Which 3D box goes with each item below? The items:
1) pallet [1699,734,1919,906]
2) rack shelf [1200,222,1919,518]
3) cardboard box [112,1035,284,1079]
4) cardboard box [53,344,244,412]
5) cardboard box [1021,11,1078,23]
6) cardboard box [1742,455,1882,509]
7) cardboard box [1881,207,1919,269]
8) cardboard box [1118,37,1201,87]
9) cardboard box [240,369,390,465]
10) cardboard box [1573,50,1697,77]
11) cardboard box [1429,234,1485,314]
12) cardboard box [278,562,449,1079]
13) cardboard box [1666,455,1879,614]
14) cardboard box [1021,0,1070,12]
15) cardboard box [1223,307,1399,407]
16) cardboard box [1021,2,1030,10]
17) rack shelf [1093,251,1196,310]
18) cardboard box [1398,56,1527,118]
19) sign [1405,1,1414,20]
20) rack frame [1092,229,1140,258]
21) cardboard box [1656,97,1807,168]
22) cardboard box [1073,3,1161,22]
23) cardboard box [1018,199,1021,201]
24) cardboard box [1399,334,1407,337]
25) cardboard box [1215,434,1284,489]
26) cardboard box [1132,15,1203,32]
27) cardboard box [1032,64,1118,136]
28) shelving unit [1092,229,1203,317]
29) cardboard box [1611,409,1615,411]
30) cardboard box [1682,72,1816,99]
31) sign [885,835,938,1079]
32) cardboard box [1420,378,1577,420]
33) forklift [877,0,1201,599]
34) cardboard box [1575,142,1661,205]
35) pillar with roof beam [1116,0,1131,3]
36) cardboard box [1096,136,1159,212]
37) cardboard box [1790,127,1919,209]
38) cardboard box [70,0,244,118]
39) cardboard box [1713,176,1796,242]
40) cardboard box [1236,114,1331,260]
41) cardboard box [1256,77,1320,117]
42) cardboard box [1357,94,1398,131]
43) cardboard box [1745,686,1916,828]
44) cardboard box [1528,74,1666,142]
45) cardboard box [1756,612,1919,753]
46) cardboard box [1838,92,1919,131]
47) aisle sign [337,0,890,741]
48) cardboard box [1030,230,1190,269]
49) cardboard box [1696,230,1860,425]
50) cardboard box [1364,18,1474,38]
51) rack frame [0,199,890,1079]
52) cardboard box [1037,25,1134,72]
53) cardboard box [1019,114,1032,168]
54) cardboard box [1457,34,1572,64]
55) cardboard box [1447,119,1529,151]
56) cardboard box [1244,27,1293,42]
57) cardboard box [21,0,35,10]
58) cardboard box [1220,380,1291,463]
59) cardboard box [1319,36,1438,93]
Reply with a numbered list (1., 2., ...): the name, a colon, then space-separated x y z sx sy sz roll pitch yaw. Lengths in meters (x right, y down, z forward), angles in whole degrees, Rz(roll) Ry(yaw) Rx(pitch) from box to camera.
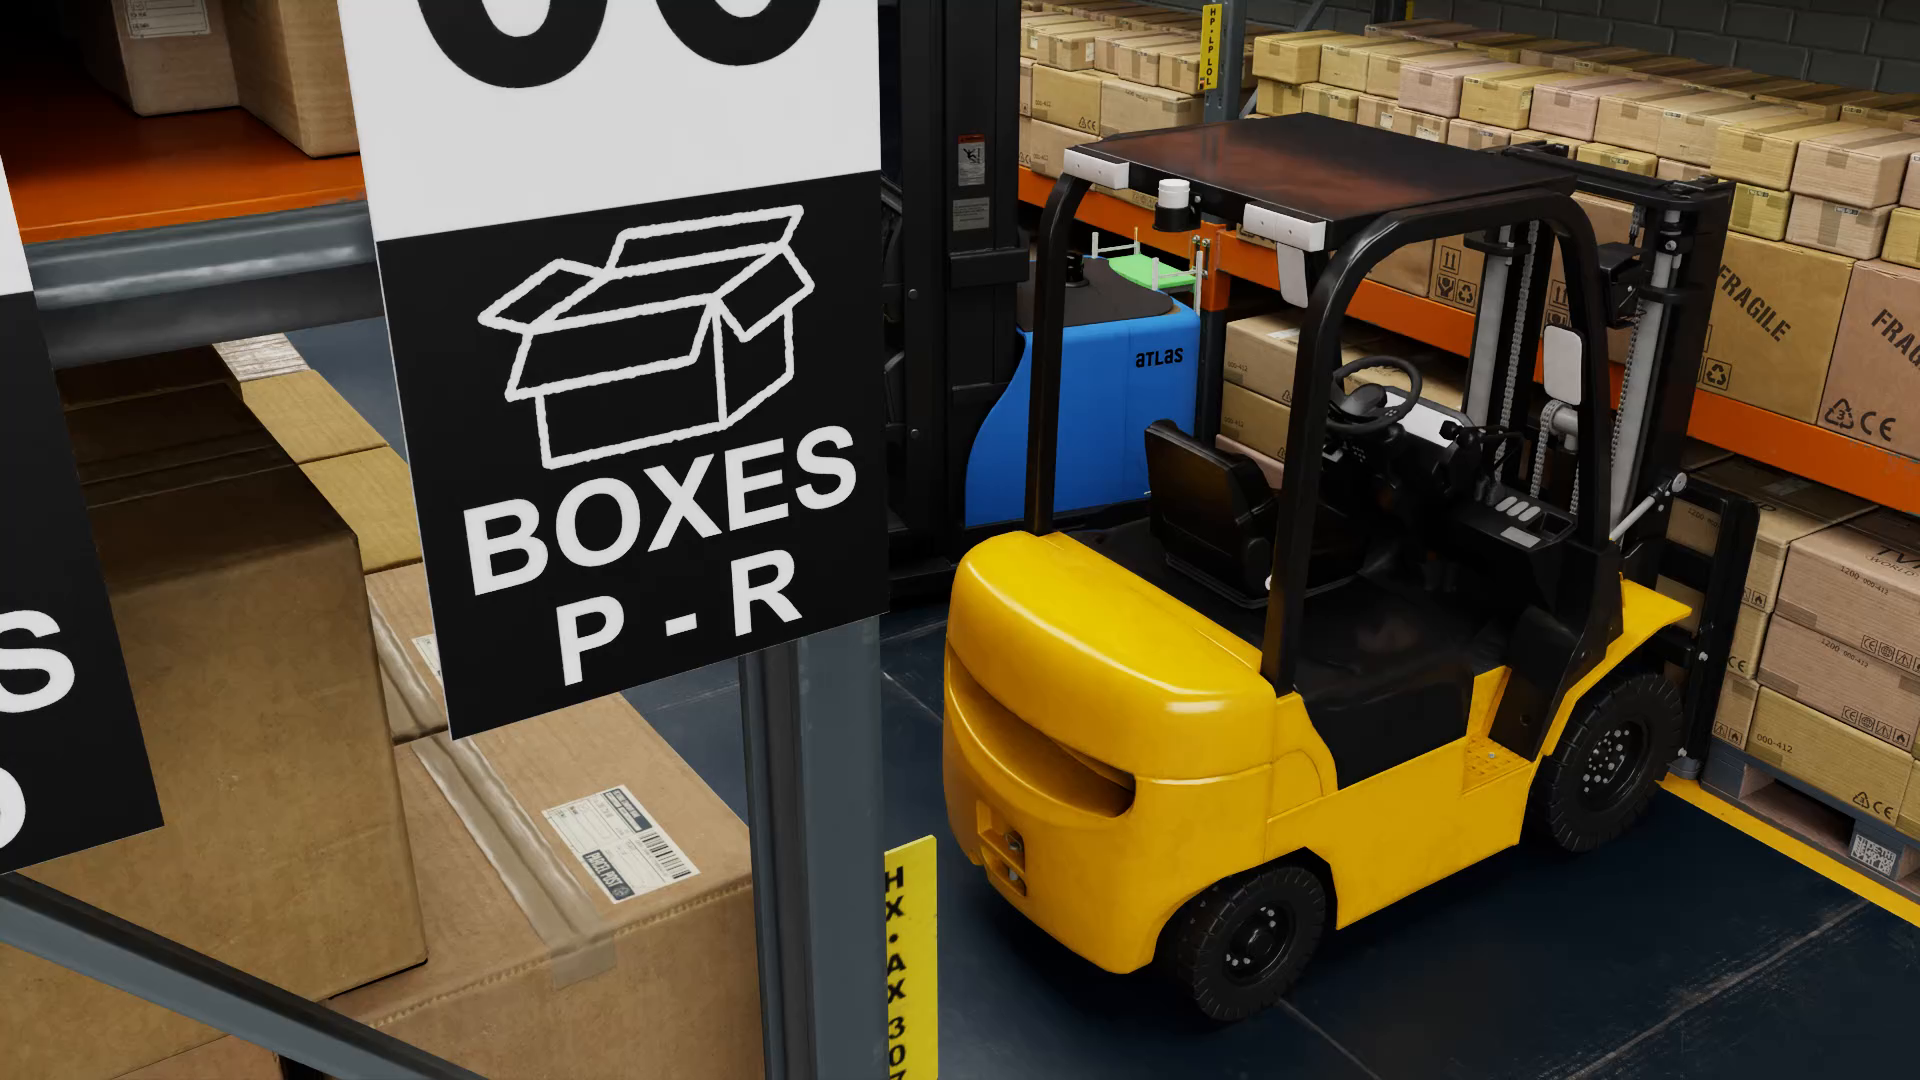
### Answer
1. pallet: 3.182 0.818 5.271 1.003 0.211 1.213 -16 29 -30
2. rack shelf: 2.543 -0.570 5.786 1.077 0.370 4.000 -16 29 -30
3. cardboard box: -1.049 0.669 1.854 0.500 0.500 0.500 -16 30 -30
4. cardboard box: -1.254 0.032 2.032 0.700 0.500 0.500 -15 29 -29
5. cardboard box: 0.356 -2.469 8.090 0.380 0.149 0.250 -15 29 -29
6. cardboard box: 2.991 -0.153 5.619 0.500 0.250 0.500 -16 30 -30
7. cardboard box: 2.830 -0.860 4.680 0.380 0.149 0.250 -16 30 -30
8. cardboard box: 0.923 -2.107 7.323 0.380 0.149 0.250 -16 30 -30
9. cardboard box: -1.397 0.018 3.232 0.500 0.500 0.500 -16 30 -31
10. cardboard box: 2.450 -1.676 6.062 0.380 0.149 0.250 -16 30 -30
11. cardboard box: 2.050 -1.073 5.891 0.500 0.500 0.500 -16 30 -30
12. cardboard box: -0.834 0.380 2.465 0.500 0.500 0.500 -15 29 -28
13. cardboard box: 2.555 -0.030 5.357 0.500 0.250 0.500 -15 29 -29
14. cardboard box: 0.469 -2.766 8.718 0.380 0.149 0.250 -15 29 -28
15. cardboard box: 1.452 -0.763 6.910 0.500 0.250 0.500 -16 30 -30
16. cardboard box: 0.131 -2.667 8.509 0.380 0.149 0.250 -16 29 -30
17. rack shelf: 0.802 -1.112 7.213 0.258 0.148 0.480 -12 27 -24
18. cardboard box: 1.796 -1.623 5.948 0.380 0.149 0.250 -15 29 -28
19. sign: 1.915 -2.167 7.221 0.100 0.325 0.005 -16 29 -30
20. rack frame: 0.697 -0.823 7.585 0.240 1.200 0.015 -12 27 -24
21. cardboard box: 2.420 -1.279 5.220 0.380 0.149 0.250 -15 29 -29
22. cardboard box: 0.787 -2.593 8.352 0.380 0.149 0.250 -16 30 -30
23. cardboard box: -0.040 -1.699 9.625 0.875 0.625 0.625 -14 29 -28
24. cardboard box: 1.882 -0.878 7.154 0.500 0.250 0.500 -15 29 -29
25. cardboard box: 1.438 -0.307 7.115 0.500 0.250 0.500 -15 29 -29
26. cardboard box: 1.044 -2.409 7.962 0.380 0.149 0.250 -16 30 -30
27. cardboard box: 0.682 -2.067 7.705 0.500 0.250 0.500 -16 30 -31
28. shelving unit: 0.806 -0.733 7.386 0.258 1.200 0.503 -12 27 -24
29. cardboard box: 2.436 -0.516 6.388 0.500 0.250 0.500 -15 29 -29
30. cardboard box: 2.663 -1.476 5.638 0.380 0.149 0.250 -15 29 -28
31. sign: -0.068 0.461 1.747 0.100 0.325 0.005 -16 29 -30
32. cardboard box: 2.004 -0.402 6.146 0.500 0.250 0.500 -14 29 -28
33. forklift: -0.584 -1.230 6.422 3.031 2.935 1.130 -9 27 -19
34. cardboard box: 2.232 -1.216 5.435 0.380 0.149 0.250 -16 30 -31
35. pillar with roof beam: -2.873 -4.494 6.229 9.100 9.000 0.400 -16 29 -30
36. cardboard box: 0.957 -1.662 7.432 0.500 0.250 0.500 -15 29 -28
37. cardboard box: 2.628 -1.074 4.785 0.380 0.149 0.250 -15 29 -28
38. cardboard box: -0.649 -0.532 1.643 0.380 0.149 0.250 -17 30 -31
39. cardboard box: 2.490 -1.030 5.041 0.380 0.149 0.250 -15 29 -29
40. cardboard box: 1.475 -1.436 6.661 0.500 0.500 0.500 -16 30 -31
41. cardboard box: 1.405 -1.774 6.616 0.380 0.149 0.250 -16 30 -30
42. cardboard box: 1.713 -1.595 6.237 0.380 0.149 0.250 -16 29 -30
43. cardboard box: 2.850 0.599 5.196 0.500 0.250 0.500 -16 29 -30
44. cardboard box: 2.146 -1.458 5.599 0.380 0.149 0.250 -16 29 -30
45. cardboard box: 2.842 0.365 5.107 0.500 0.250 0.500 -16 30 -30
46. cardboard box: 3.012 -1.312 5.291 0.380 0.149 0.250 -16 30 -31
47. aisle sign: -0.228 -0.247 1.215 0.394 0.787 0.004 -16 29 -30
48. cardboard box: 0.740 -1.190 8.546 0.875 0.625 0.625 -16 30 -30
49. cardboard box: 2.591 -0.711 5.124 0.500 0.500 0.500 -16 30 -31
50. cardboard box: 1.879 -2.040 6.831 0.380 0.149 0.250 -15 29 -29
51. rack frame: -0.519 0.978 1.665 0.949 2.616 0.053 -16 29 -30
52. cardboard box: 0.578 -2.270 7.669 0.380 0.149 0.250 -17 30 -31
53. cardboard box: 0.432 -2.025 8.202 0.500 0.250 0.500 -15 29 -29
54. cardboard box: 2.137 -1.849 6.427 0.380 0.149 0.250 -16 30 -30
55. cardboard box: 1.928 -1.395 5.814 0.380 0.149 0.250 -16 30 -30
56. cardboard box: 1.337 -2.233 7.589 0.380 0.149 0.250 -17 30 -31
57. cardboard box: -1.069 -0.811 2.235 0.380 0.149 0.250 -17 30 -31
58. cardboard box: 1.457 -0.538 7.019 0.500 0.250 0.500 -16 29 -30
59. cardboard box: 1.610 -1.832 6.391 0.380 0.149 0.250 -15 29 -29
